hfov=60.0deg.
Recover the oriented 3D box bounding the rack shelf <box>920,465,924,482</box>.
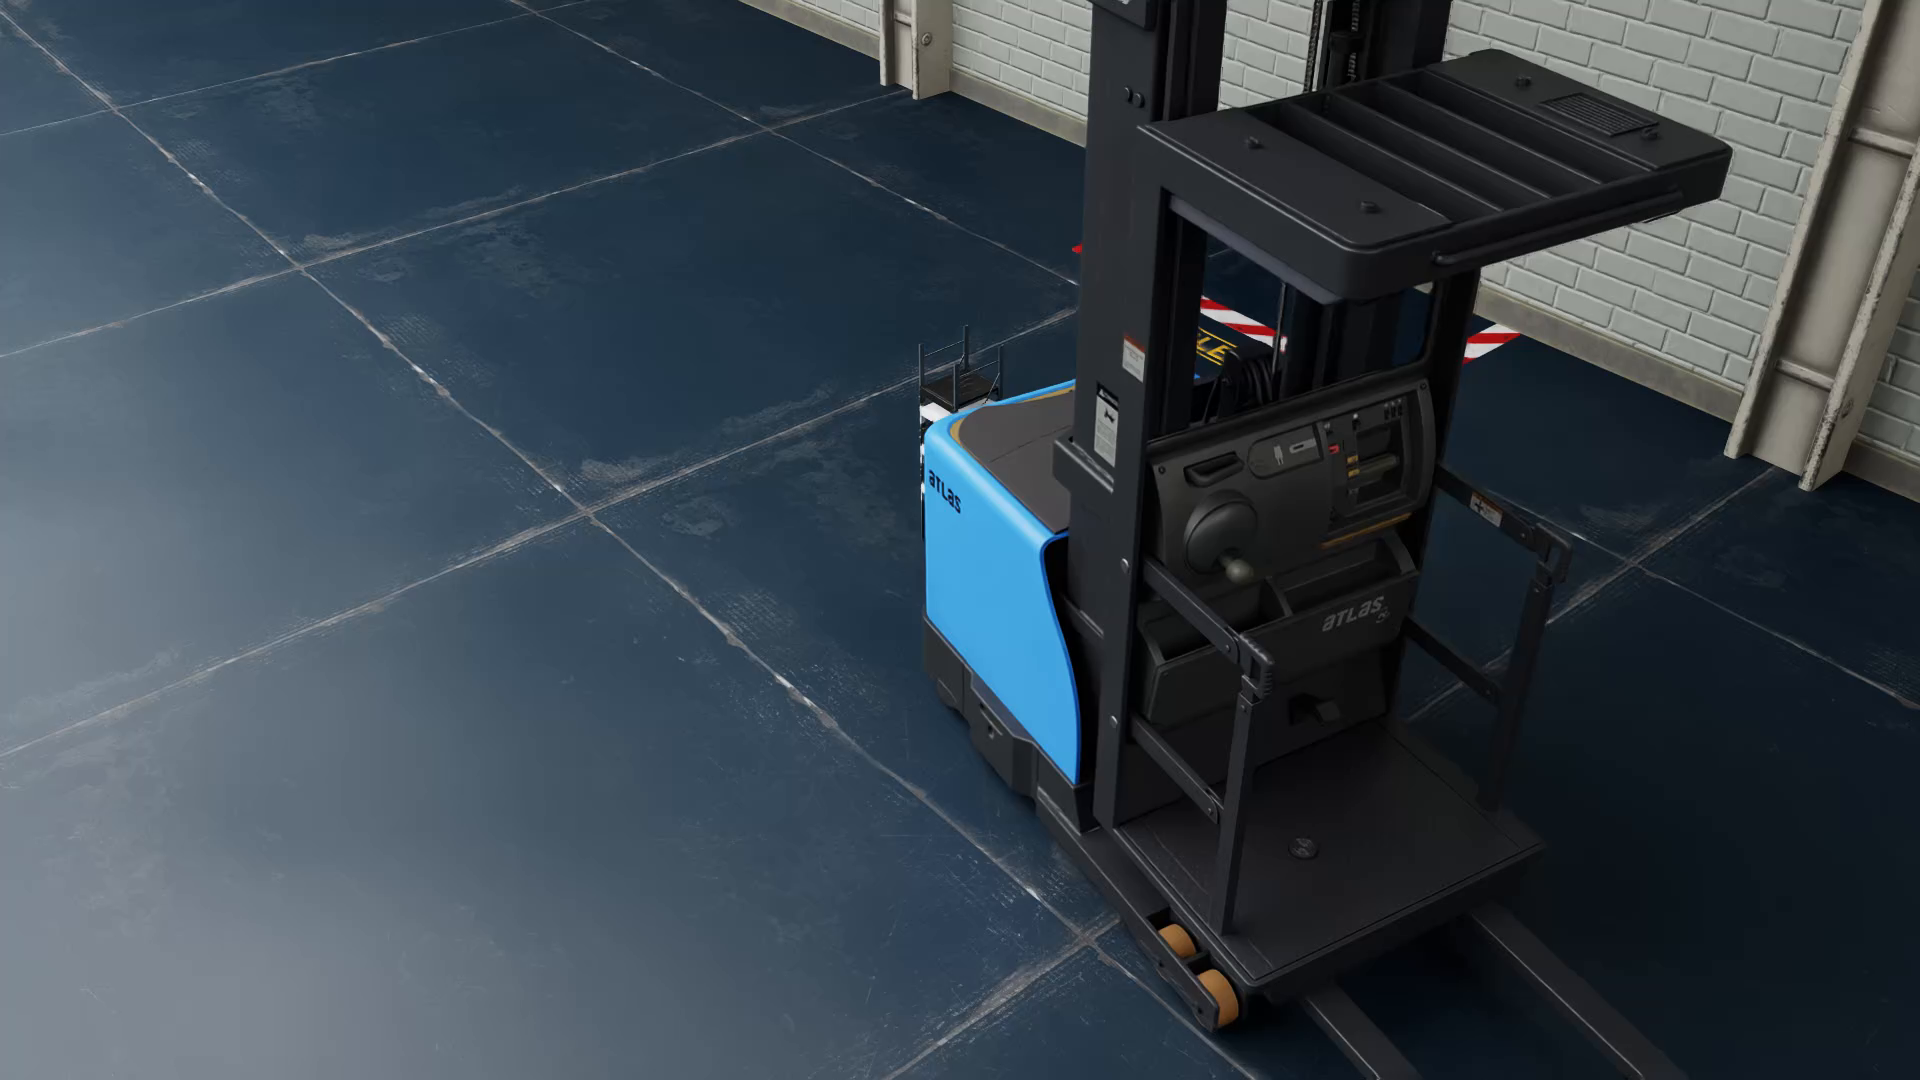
[{"bbox_3d":[0.005,-0.263,6.556,0.258,0.077,0.200,-26,43,-32],"label":"rack shelf"}]

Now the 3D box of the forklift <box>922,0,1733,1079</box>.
[{"bbox_3d":[1.022,-0.099,4.354,1.130,2.935,3.031,-18,39,-23],"label":"forklift"}]

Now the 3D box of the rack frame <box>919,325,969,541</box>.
[{"bbox_3d":[-0.060,-0.409,6.548,0.240,0.900,0.006,-26,43,-32],"label":"rack frame"}]

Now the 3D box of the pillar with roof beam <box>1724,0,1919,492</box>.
[{"bbox_3d":[0.298,-2.413,2.372,9.100,9.000,0.400,-26,43,-32],"label":"pillar with roof beam"}]

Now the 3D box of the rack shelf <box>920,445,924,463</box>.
[{"bbox_3d":[0.005,-0.336,6.504,0.258,0.077,0.200,-26,43,-32],"label":"rack shelf"}]

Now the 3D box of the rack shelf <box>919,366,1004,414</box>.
[{"bbox_3d":[0.005,-0.557,6.348,0.258,0.077,0.200,-26,43,-32],"label":"rack shelf"}]

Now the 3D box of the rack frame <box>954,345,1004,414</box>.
[{"bbox_3d":[0.071,-0.319,6.421,0.240,0.900,0.006,-26,43,-32],"label":"rack frame"}]

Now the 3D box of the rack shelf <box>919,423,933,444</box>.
[{"bbox_3d":[0.005,-0.410,6.452,0.258,0.077,0.200,-26,43,-32],"label":"rack shelf"}]

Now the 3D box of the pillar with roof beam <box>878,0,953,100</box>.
[{"bbox_3d":[-3.574,-5.062,6.112,9.100,9.000,0.400,-26,43,-32],"label":"pillar with roof beam"}]

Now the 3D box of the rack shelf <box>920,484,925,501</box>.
[{"bbox_3d":[0.005,-0.190,6.608,0.258,0.077,0.200,-26,43,-32],"label":"rack shelf"}]

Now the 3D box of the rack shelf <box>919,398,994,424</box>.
[{"bbox_3d":[0.005,-0.483,6.400,0.258,0.077,0.200,-26,43,-32],"label":"rack shelf"}]

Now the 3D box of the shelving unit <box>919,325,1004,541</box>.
[{"bbox_3d":[0.005,-0.364,6.485,0.258,0.900,0.210,-26,43,-32],"label":"shelving unit"}]
